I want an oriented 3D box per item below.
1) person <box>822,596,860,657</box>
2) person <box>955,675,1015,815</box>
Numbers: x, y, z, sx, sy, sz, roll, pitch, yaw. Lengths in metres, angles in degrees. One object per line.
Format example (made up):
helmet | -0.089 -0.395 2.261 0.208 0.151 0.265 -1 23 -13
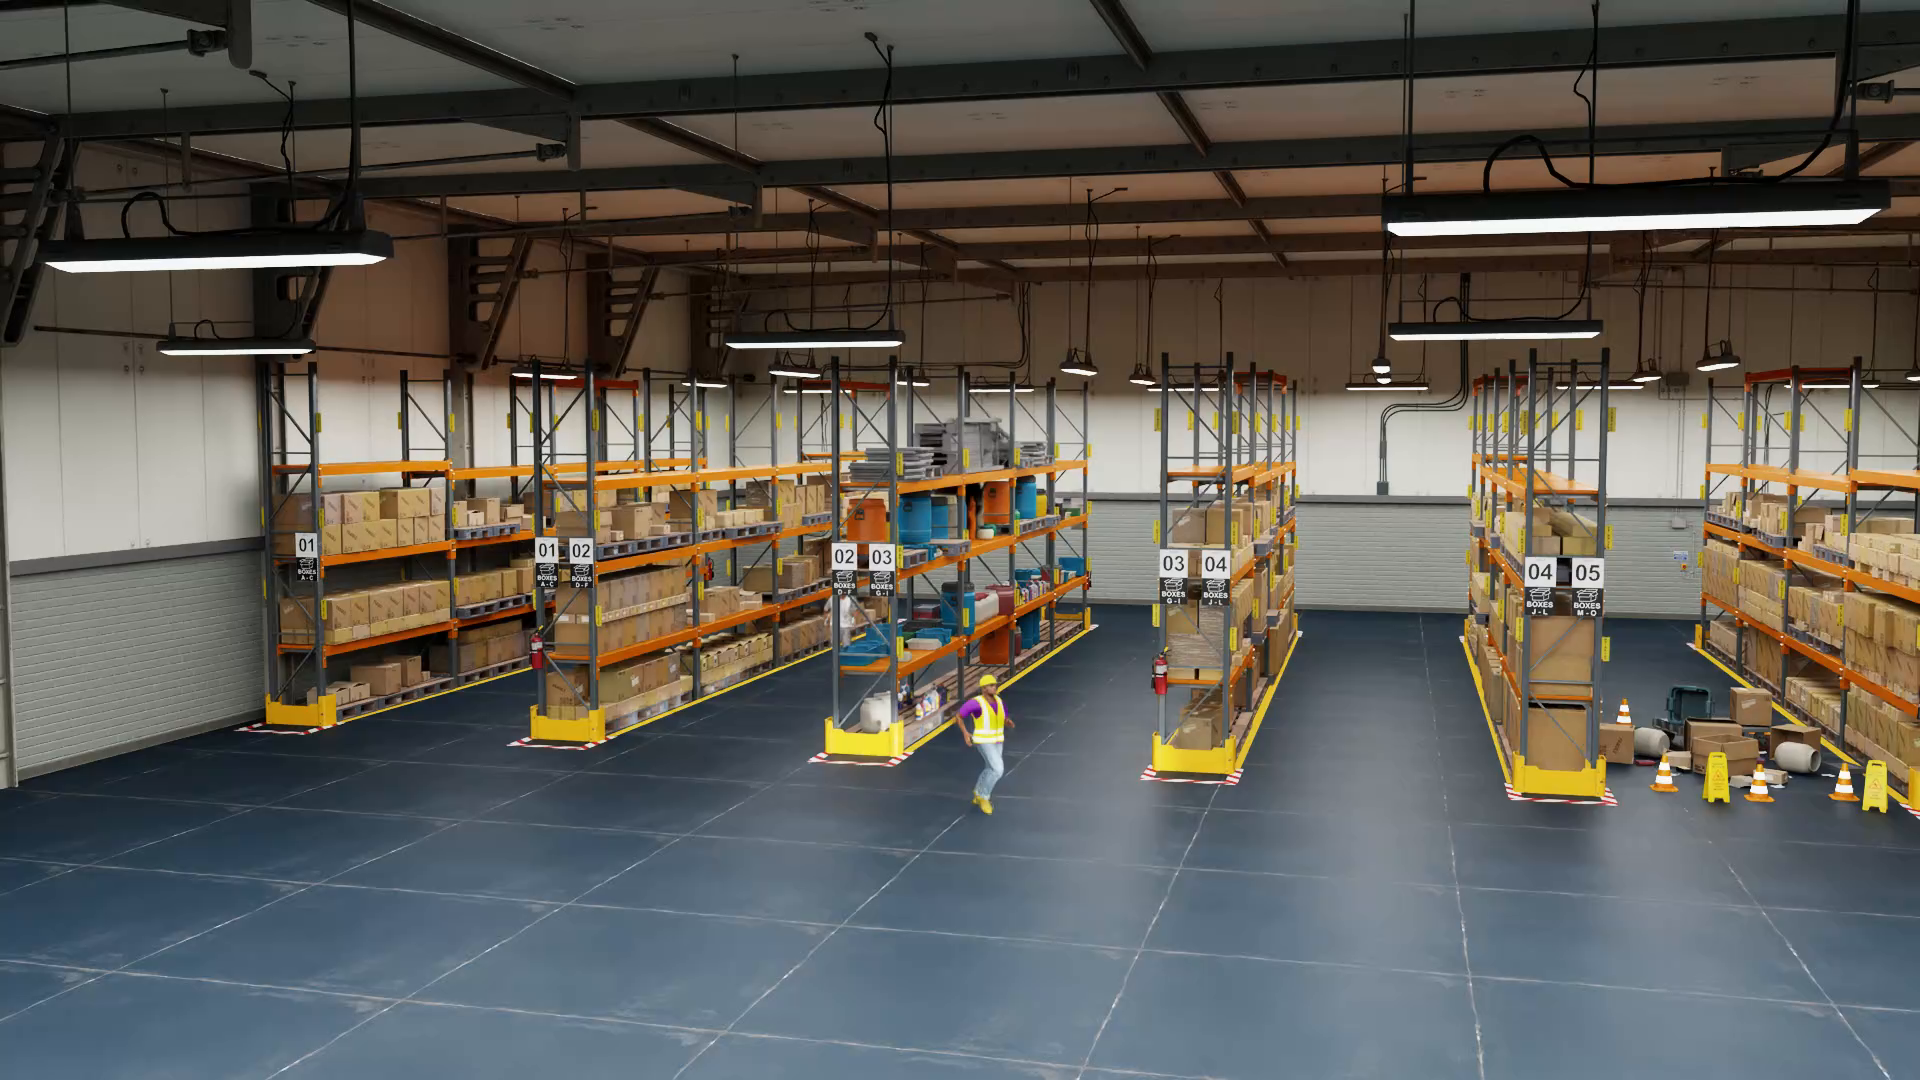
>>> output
person | -2.245 1.643 31.269 0.720 1.743 0.578 0 4 6
person | 0.392 2.624 21.369 0.710 1.780 0.677 4 6 43
